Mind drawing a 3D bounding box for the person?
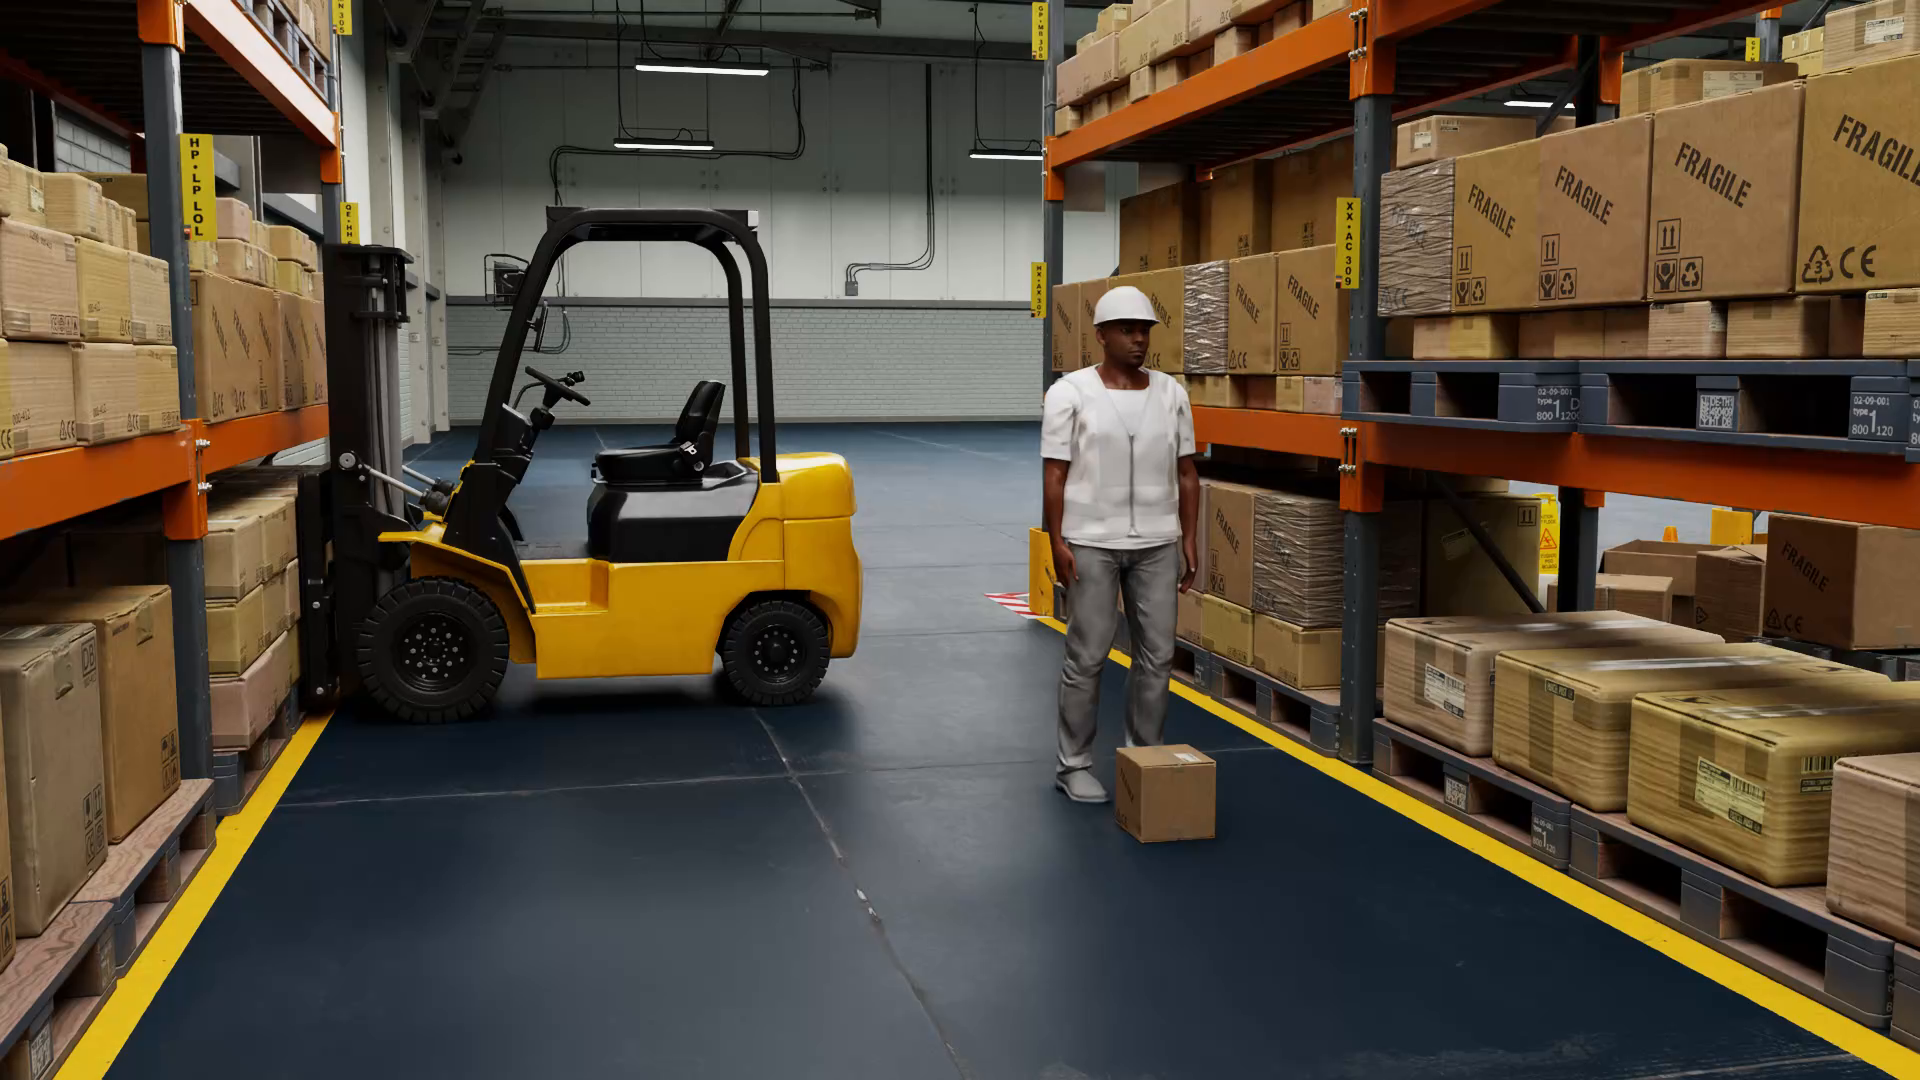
[{"bbox_3d":[0.564,0.016,5.747,0.563,1.767,0.366,-1,6,-12],"label":"person"}]
